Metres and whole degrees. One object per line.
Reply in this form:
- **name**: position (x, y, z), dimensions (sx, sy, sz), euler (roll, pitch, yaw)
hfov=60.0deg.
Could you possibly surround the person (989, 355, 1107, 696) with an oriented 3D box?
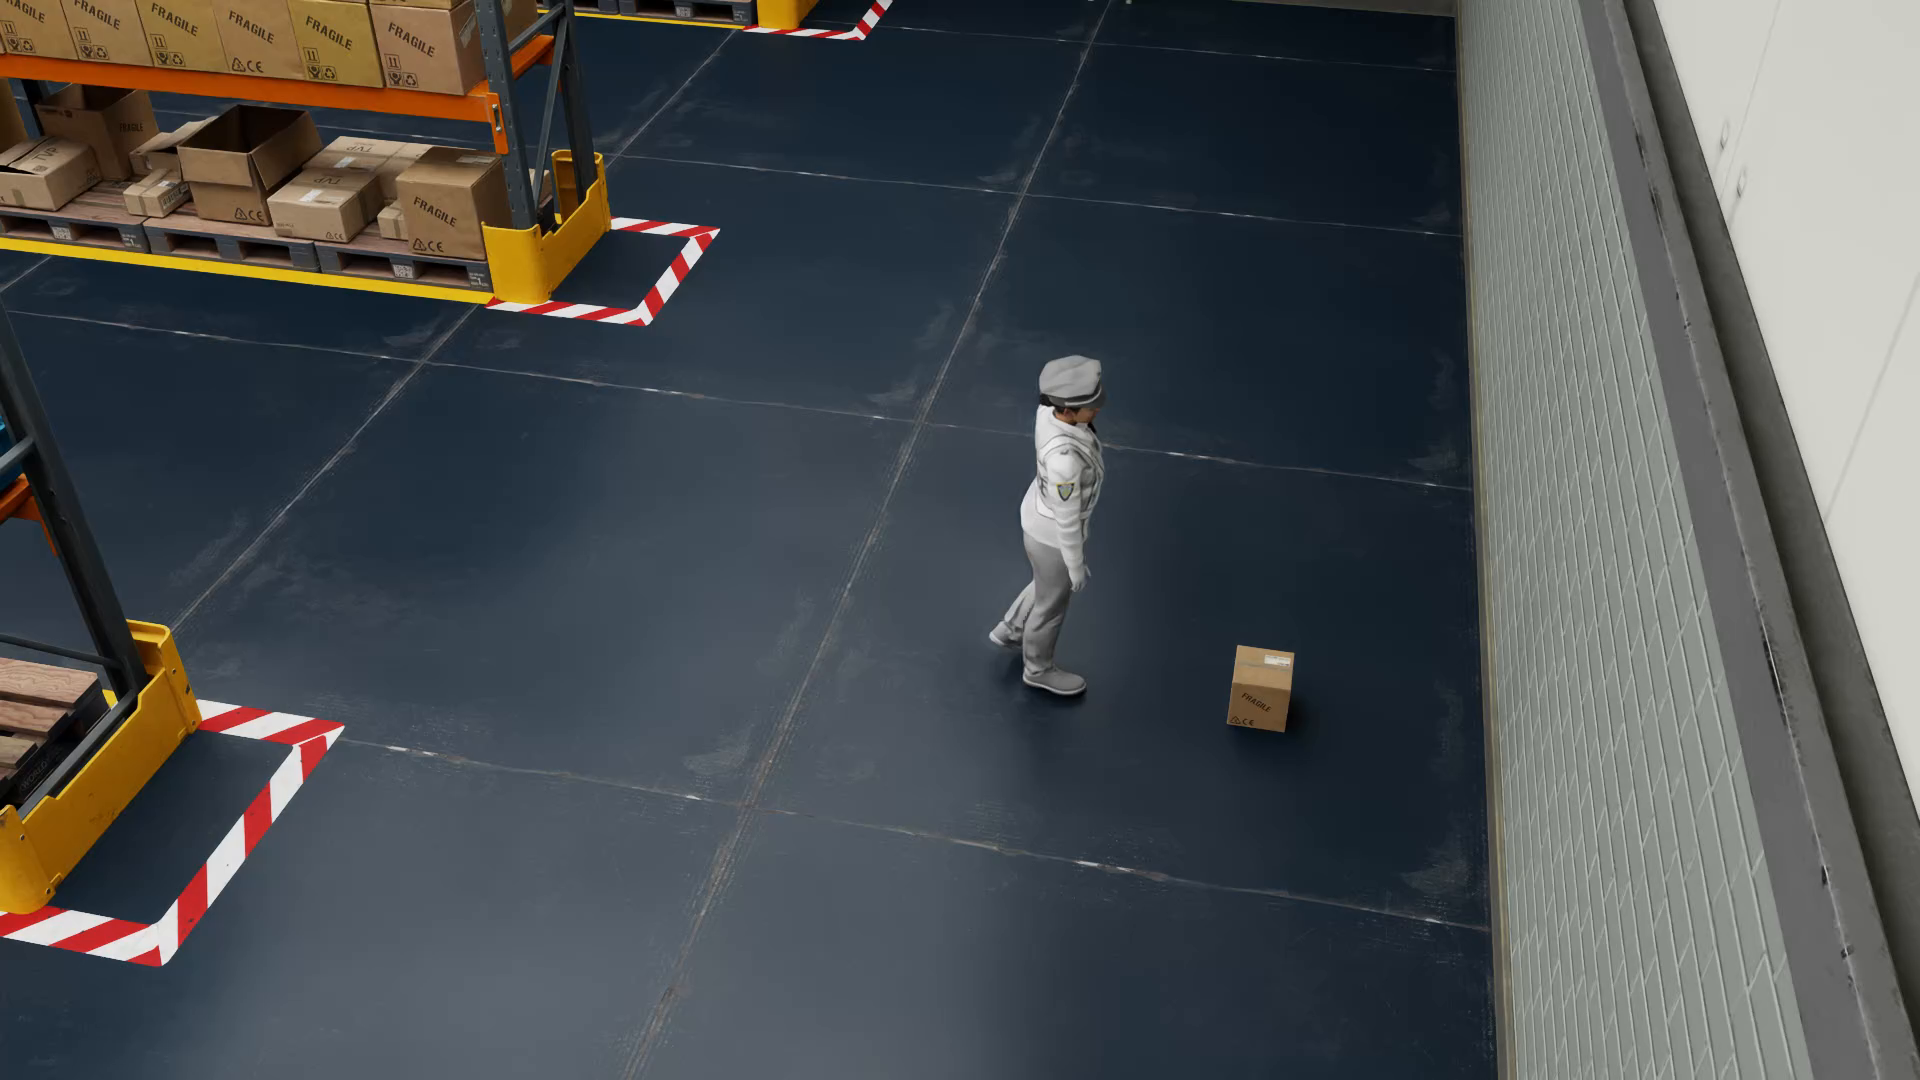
- **person**: position (0.362, -0.037, 6.971), dimensions (0.449, 1.659, 0.512), euler (1, 37, 1)
